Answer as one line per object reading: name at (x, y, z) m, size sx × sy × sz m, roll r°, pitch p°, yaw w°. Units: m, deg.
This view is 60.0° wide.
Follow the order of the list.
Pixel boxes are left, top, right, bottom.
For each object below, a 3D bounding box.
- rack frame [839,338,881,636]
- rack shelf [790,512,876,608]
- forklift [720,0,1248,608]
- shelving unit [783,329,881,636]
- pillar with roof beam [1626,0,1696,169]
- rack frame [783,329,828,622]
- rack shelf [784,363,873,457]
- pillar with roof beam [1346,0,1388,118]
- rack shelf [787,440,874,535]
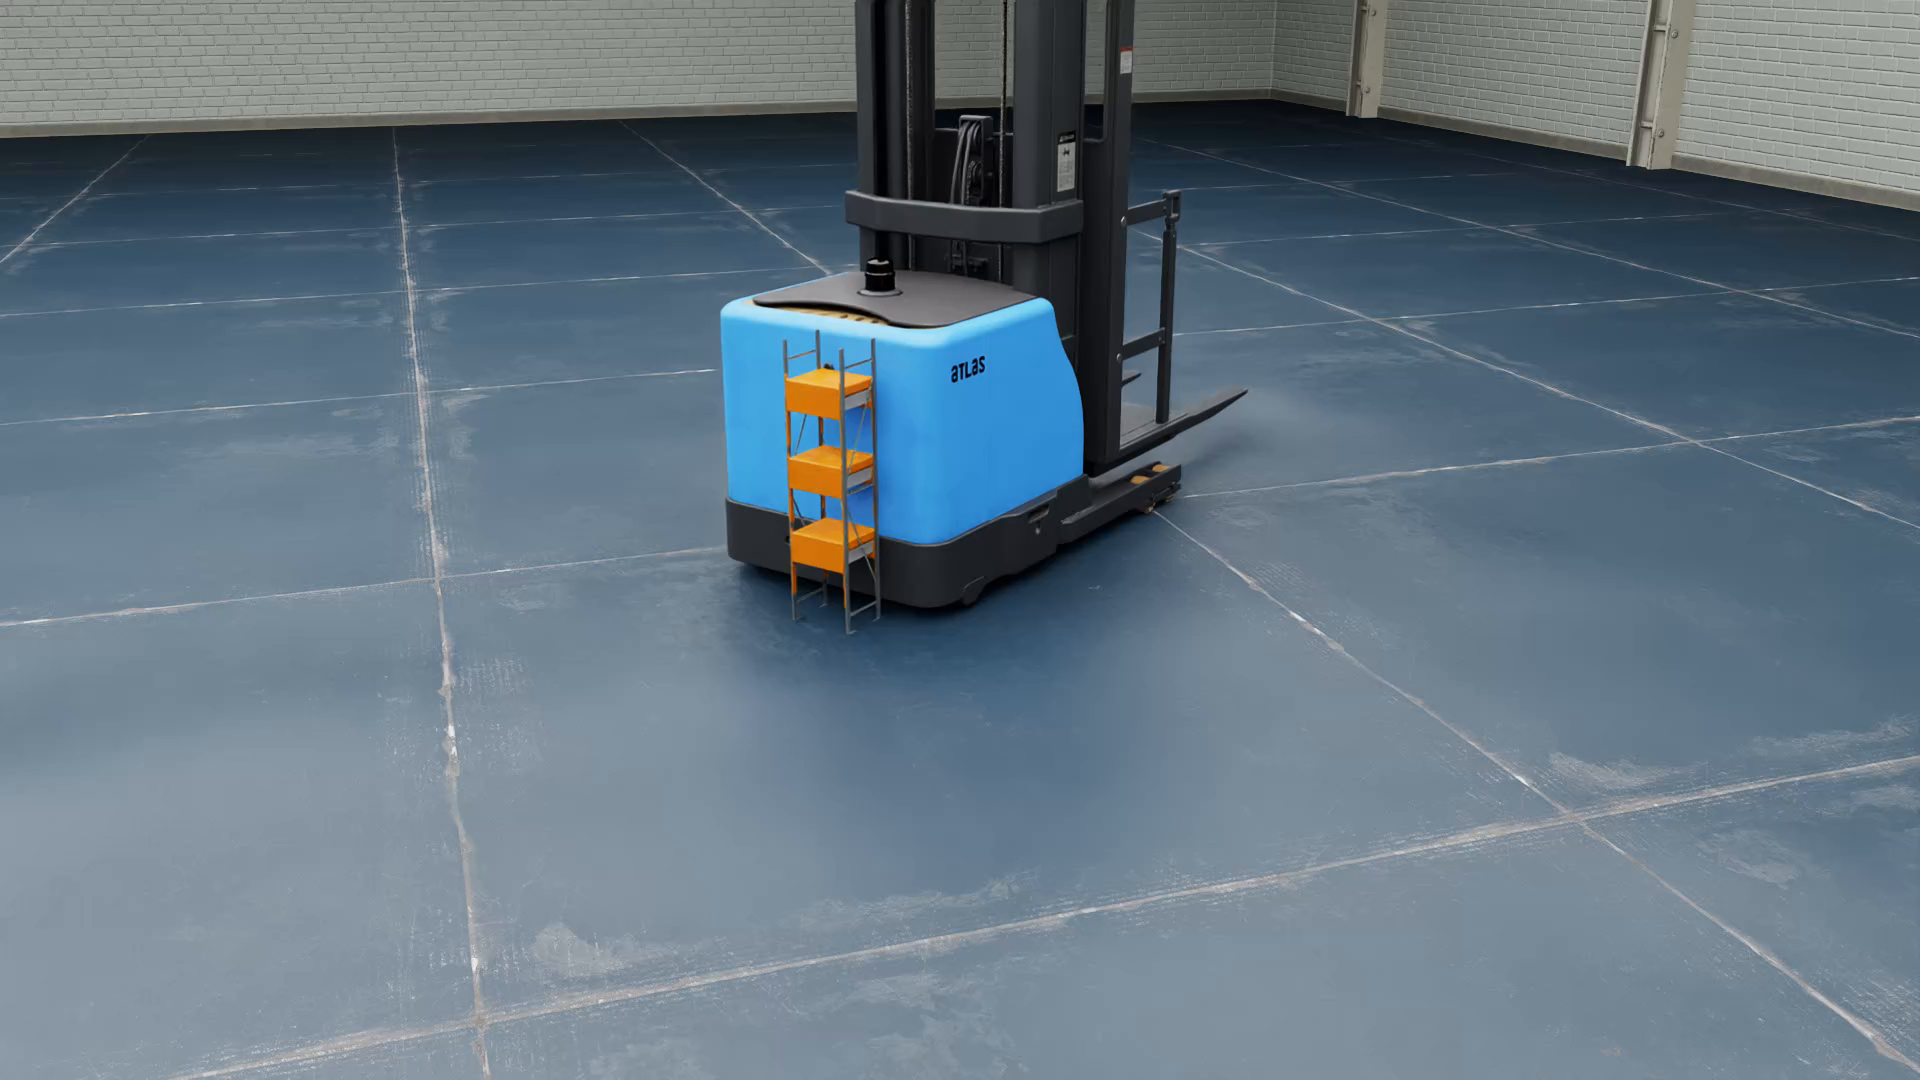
rack frame at (-0.350, -0.178, 5.860) m, size 0.008 × 1.050 × 0.200 m, roll 13°, pitch 23°, yaw 31°
rack shelf at (-0.452, 0.071, 6.020) m, size 0.240 × 0.259 × 0.215 m, roll 13°, pitch 23°, yaw 31°
forklift at (0.329, -1.575, 6.966) m, size 1.130 × 2.935 × 3.031 m, roll 13°, pitch 23°, yaw 32°
shelving unit at (-0.452, -0.201, 5.923) m, size 0.252 × 1.050 × 0.215 m, roll 13°, pitch 23°, yaw 31°
pillar with roof beam at (3.556, -7.918, 15.649) m, size 9.100 × 9.000 × 0.400 m, roll -6°, pitch 21°, yaw -17°
rack frame at (-0.554, -0.224, 5.986) m, size 0.008 × 1.050 × 0.200 m, roll 13°, pitch 23°, yaw 31°
rack shelf at (-0.452, -0.458, 5.830) m, size 0.240 × 0.259 × 0.215 m, roll 13°, pitch 23°, yaw 31°
pillar with roof beam at (1.670, -9.843, 21.009) m, size 9.100 × 9.000 × 0.400 m, roll -6°, pitch 21°, yaw -17°
rack shelf at (-0.452, -0.191, 5.926) m, size 0.240 × 0.259 × 0.215 m, roll 13°, pitch 23°, yaw 31°
